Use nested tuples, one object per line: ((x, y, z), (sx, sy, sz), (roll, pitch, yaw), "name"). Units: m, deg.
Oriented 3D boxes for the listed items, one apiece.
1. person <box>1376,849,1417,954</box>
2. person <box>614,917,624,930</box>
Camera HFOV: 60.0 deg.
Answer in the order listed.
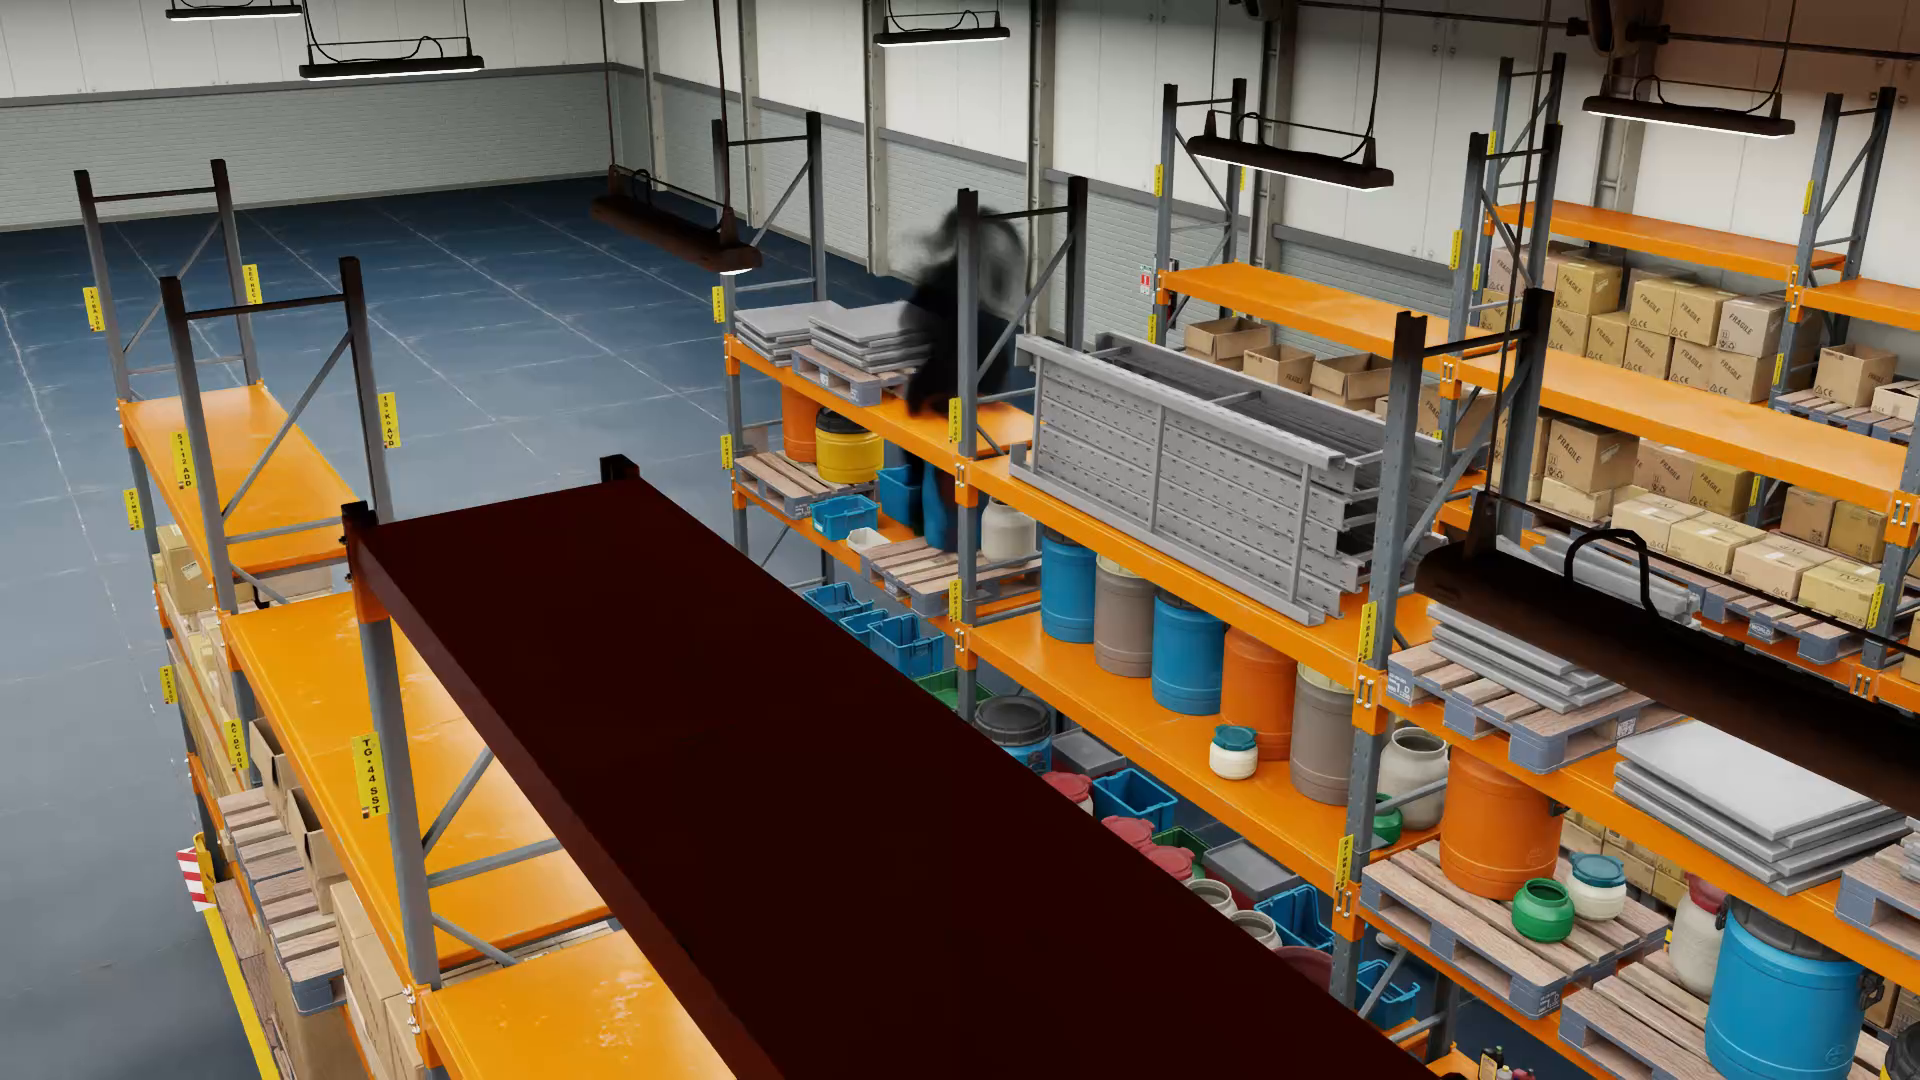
((3.593, 2.541, 12.829), (0.625, 1.654, 0.724), (-18, 28, -38), "person")
((-2.734, 2.437, 13.116), (0.586, 1.634, 0.583), (-15, 26, -33), "person")
